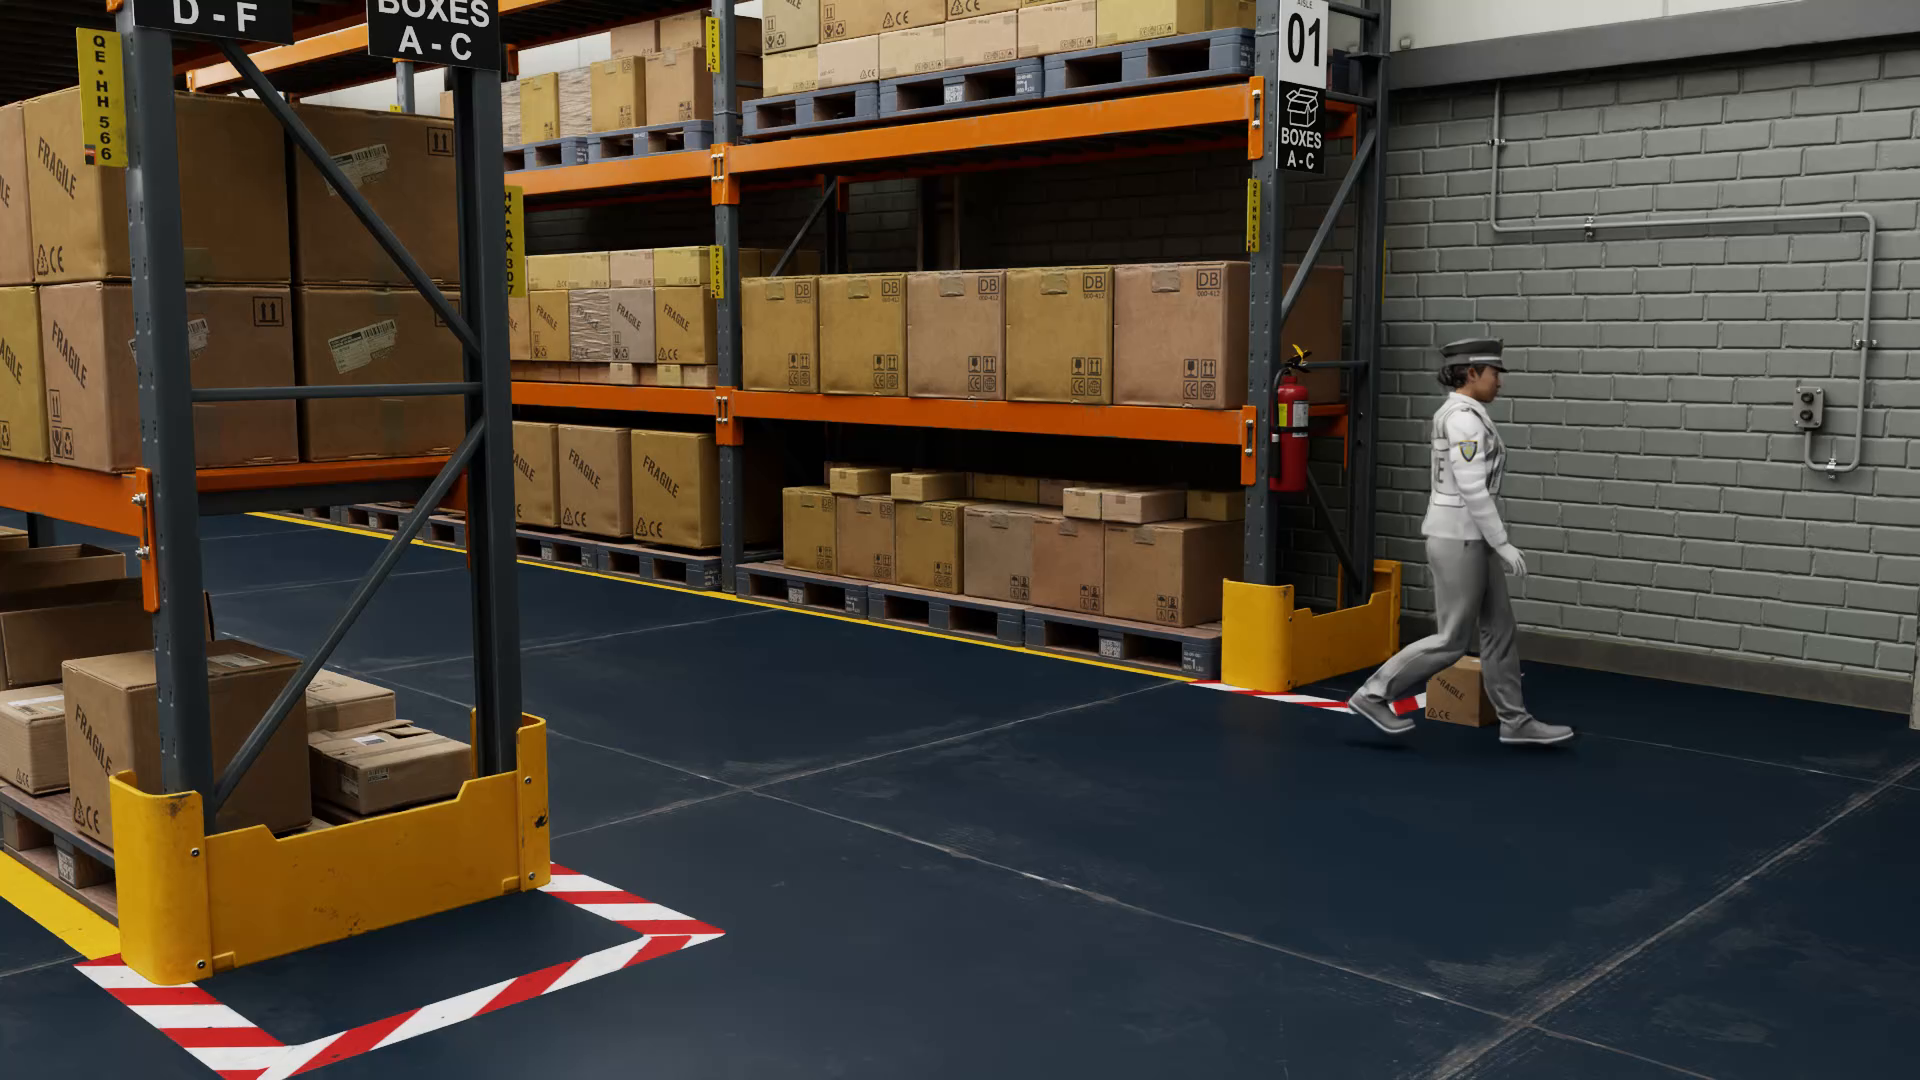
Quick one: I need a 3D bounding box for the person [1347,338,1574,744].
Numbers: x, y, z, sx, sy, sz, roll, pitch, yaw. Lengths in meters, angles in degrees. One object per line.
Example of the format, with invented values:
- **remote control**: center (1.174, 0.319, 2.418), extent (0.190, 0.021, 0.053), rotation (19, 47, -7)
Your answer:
- **person**: center (2.015, 0.016, 6.612), extent (0.885, 1.628, 0.508), rotation (2, 7, 15)
